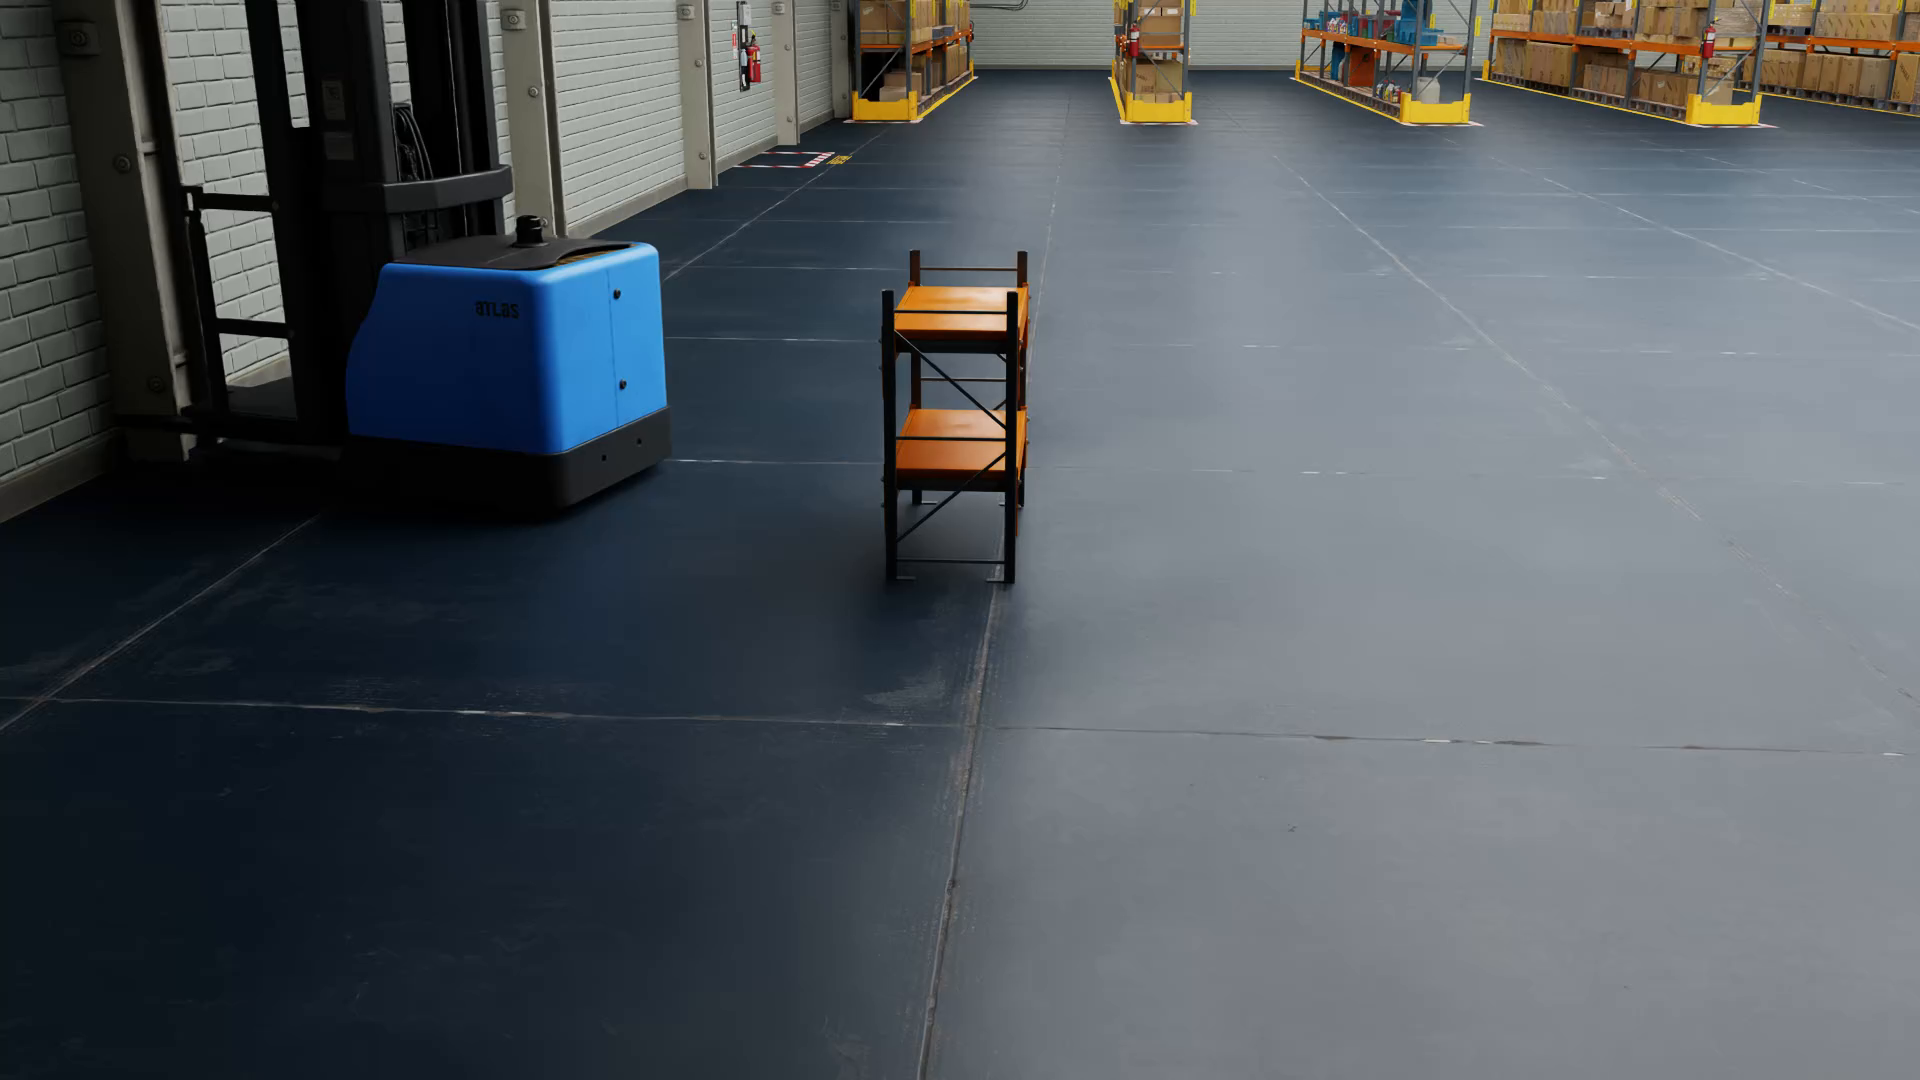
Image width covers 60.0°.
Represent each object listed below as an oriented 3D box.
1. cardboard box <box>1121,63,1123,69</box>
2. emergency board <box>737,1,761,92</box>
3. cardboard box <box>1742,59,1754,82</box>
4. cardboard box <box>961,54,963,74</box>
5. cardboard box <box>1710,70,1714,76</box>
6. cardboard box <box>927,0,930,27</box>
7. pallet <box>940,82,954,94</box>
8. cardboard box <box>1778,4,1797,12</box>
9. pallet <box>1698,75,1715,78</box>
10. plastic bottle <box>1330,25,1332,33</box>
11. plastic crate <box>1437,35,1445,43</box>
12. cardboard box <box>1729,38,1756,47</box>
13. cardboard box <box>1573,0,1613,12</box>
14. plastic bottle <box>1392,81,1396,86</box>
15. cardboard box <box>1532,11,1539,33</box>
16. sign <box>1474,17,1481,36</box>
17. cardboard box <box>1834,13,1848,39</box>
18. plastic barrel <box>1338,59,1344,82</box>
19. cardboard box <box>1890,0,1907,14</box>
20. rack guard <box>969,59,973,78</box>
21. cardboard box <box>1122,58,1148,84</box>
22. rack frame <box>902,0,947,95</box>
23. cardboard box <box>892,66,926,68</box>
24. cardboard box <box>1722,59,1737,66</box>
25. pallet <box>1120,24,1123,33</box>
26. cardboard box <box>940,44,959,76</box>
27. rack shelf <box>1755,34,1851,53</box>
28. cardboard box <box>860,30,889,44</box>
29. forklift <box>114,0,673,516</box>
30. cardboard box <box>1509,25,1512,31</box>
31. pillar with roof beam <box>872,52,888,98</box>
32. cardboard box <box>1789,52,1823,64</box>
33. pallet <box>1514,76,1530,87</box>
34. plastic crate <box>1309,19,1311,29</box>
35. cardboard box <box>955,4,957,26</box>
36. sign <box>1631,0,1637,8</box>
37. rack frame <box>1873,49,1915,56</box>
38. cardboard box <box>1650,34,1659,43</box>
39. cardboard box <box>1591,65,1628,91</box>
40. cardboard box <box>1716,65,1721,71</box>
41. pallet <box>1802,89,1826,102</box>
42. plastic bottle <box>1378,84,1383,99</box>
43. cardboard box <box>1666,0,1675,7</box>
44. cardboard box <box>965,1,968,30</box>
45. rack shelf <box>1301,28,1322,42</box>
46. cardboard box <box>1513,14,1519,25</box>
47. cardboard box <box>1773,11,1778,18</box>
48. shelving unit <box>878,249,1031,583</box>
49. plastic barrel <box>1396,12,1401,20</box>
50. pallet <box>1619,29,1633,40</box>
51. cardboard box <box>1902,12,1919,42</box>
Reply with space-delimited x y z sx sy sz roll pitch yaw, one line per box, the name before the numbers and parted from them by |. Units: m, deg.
cardboard box | 3.735 -10.146 35.910 0.500 0.311 0.500 1 18 2
emergency board | -2.839 -6.696 22.540 0.194 1.169 0.643 1 18 4
cardboard box | 18.923 -11.130 39.414 0.500 0.500 0.500 2 18 6
cardboard box | -0.287 -12.373 43.206 0.700 0.500 0.500 2 18 5
cardboard box | 19.089 -11.717 41.769 0.380 0.149 0.250 2 18 5
cardboard box | -0.850 -10.317 32.596 0.500 0.500 0.500 1 18 4
pallet | -0.676 -10.492 38.603 1.003 0.211 1.213 1 18 4
cardboard box | 18.609 -11.942 37.325 0.380 0.149 0.250 1 18 4
pallet | 19.338 -11.606 42.005 1.003 0.211 1.213 1 18 4
plastic bottle | 8.878 -12.186 39.614 0.097 0.201 0.097 0 18 0
plastic crate | 8.923 -9.475 31.445 0.530 0.136 0.437 1 18 4
cardboard box | 13.698 -8.721 29.125 0.380 0.149 0.250 1 18 4
cardboard box | 14.082 -11.993 36.935 0.797 0.503 0.637 2 18 6
plastic bottle | 8.459 -8.816 32.558 0.144 0.351 0.185 1 18 4
cardboard box | 14.018 -12.394 39.771 0.500 0.500 0.500 1 18 4
sign | 9.048 -8.986 29.084 0.100 0.325 0.005 1 18 4
cardboard box | 18.582 -10.699 34.598 0.500 0.500 0.500 1 18 4
plastic barrel | 9.124 -11.050 39.150 0.421 0.512 0.421 0 18 0
cardboard box | 18.697 -10.535 32.489 0.700 0.500 0.500 1 18 3
rack guard | -0.233 -12.878 45.422 1.175 0.500 0.348 1 18 4
cardboard box | 3.501 -9.334 33.129 0.500 0.500 0.500 1 18 4
rack frame | -0.808 -11.574 37.427 1.000 3.000 0.127 1 18 4
cardboard box | -1.072 -9.743 35.148 0.700 0.500 0.500 1 18 3
cardboard box | 18.996 -11.744 40.894 0.380 0.149 0.250 1 18 3
pallet | 4.268 -11.977 38.966 1.003 0.211 1.213 1 18 4
cardboard box | -0.438 -11.789 40.863 0.750 0.750 0.750 1 18 5
rack shelf | 19.097 -11.379 37.988 1.077 0.370 4.000 1 18 4
cardboard box | -1.541 -9.177 30.321 0.500 0.250 0.500 2 18 5
forklift | -2.944 -1.760 7.588 3.031 2.935 1.130 7 19 19
cardboard box | 14.107 -12.945 42.016 0.380 0.149 0.250 2 18 5
pillar with roof beam | 2.530 -13.944 35.026 9.100 9.000 0.400 1 18 4
cardboard box | 18.741 -10.686 36.854 0.500 0.250 0.500 1 18 3
pallet | 14.433 -11.394 41.355 1.003 0.211 1.213 1 18 4
plastic crate | 9.207 -13.308 42.892 0.416 0.233 0.300 1 18 4
cardboard box | -0.330 -12.707 40.214 0.500 0.500 0.500 1 18 4
sign | 13.173 -10.561 32.477 0.100 0.325 0.005 1 18 4
rack frame | 24.472 -13.505 43.322 1.000 3.000 0.127 1 18 4
cardboard box | 13.323 -9.510 31.532 0.380 0.149 0.250 1 18 4
cardboard box | 13.959 -9.882 35.572 0.700 0.500 0.500 0 18 -1
cardboard box | 19.069 -11.756 41.411 0.380 0.149 0.250 2 18 5
pallet | 18.822 -9.532 35.673 1.003 0.211 1.213 1 18 4
plastic bottle | 8.331 -8.835 32.736 0.152 0.276 0.135 2 18 6
cardboard box | 13.346 -10.063 30.574 0.500 0.500 0.500 1 18 4
cardboard box | -0.302 -13.816 43.788 0.980 0.700 0.700 1 18 3
rack shelf | 9.504 -12.874 42.551 1.077 0.370 4.000 1 18 4
cardboard box | 14.141 -13.017 41.594 0.500 0.250 0.500 2 18 5
cardboard box | 18.625 -11.886 37.630 0.380 0.149 0.250 2 18 5
shelving unit | 0.000 -0.537 6.754 0.538 1.125 1.048 1 18 4
plastic barrel | 9.074 -10.467 33.831 0.433 0.535 0.433 0 18 0
pallet | 13.927 -10.143 33.367 1.003 0.211 1.213 1 18 4
cardboard box | 18.652 -9.814 31.816 0.875 0.550 0.550 1 18 4
